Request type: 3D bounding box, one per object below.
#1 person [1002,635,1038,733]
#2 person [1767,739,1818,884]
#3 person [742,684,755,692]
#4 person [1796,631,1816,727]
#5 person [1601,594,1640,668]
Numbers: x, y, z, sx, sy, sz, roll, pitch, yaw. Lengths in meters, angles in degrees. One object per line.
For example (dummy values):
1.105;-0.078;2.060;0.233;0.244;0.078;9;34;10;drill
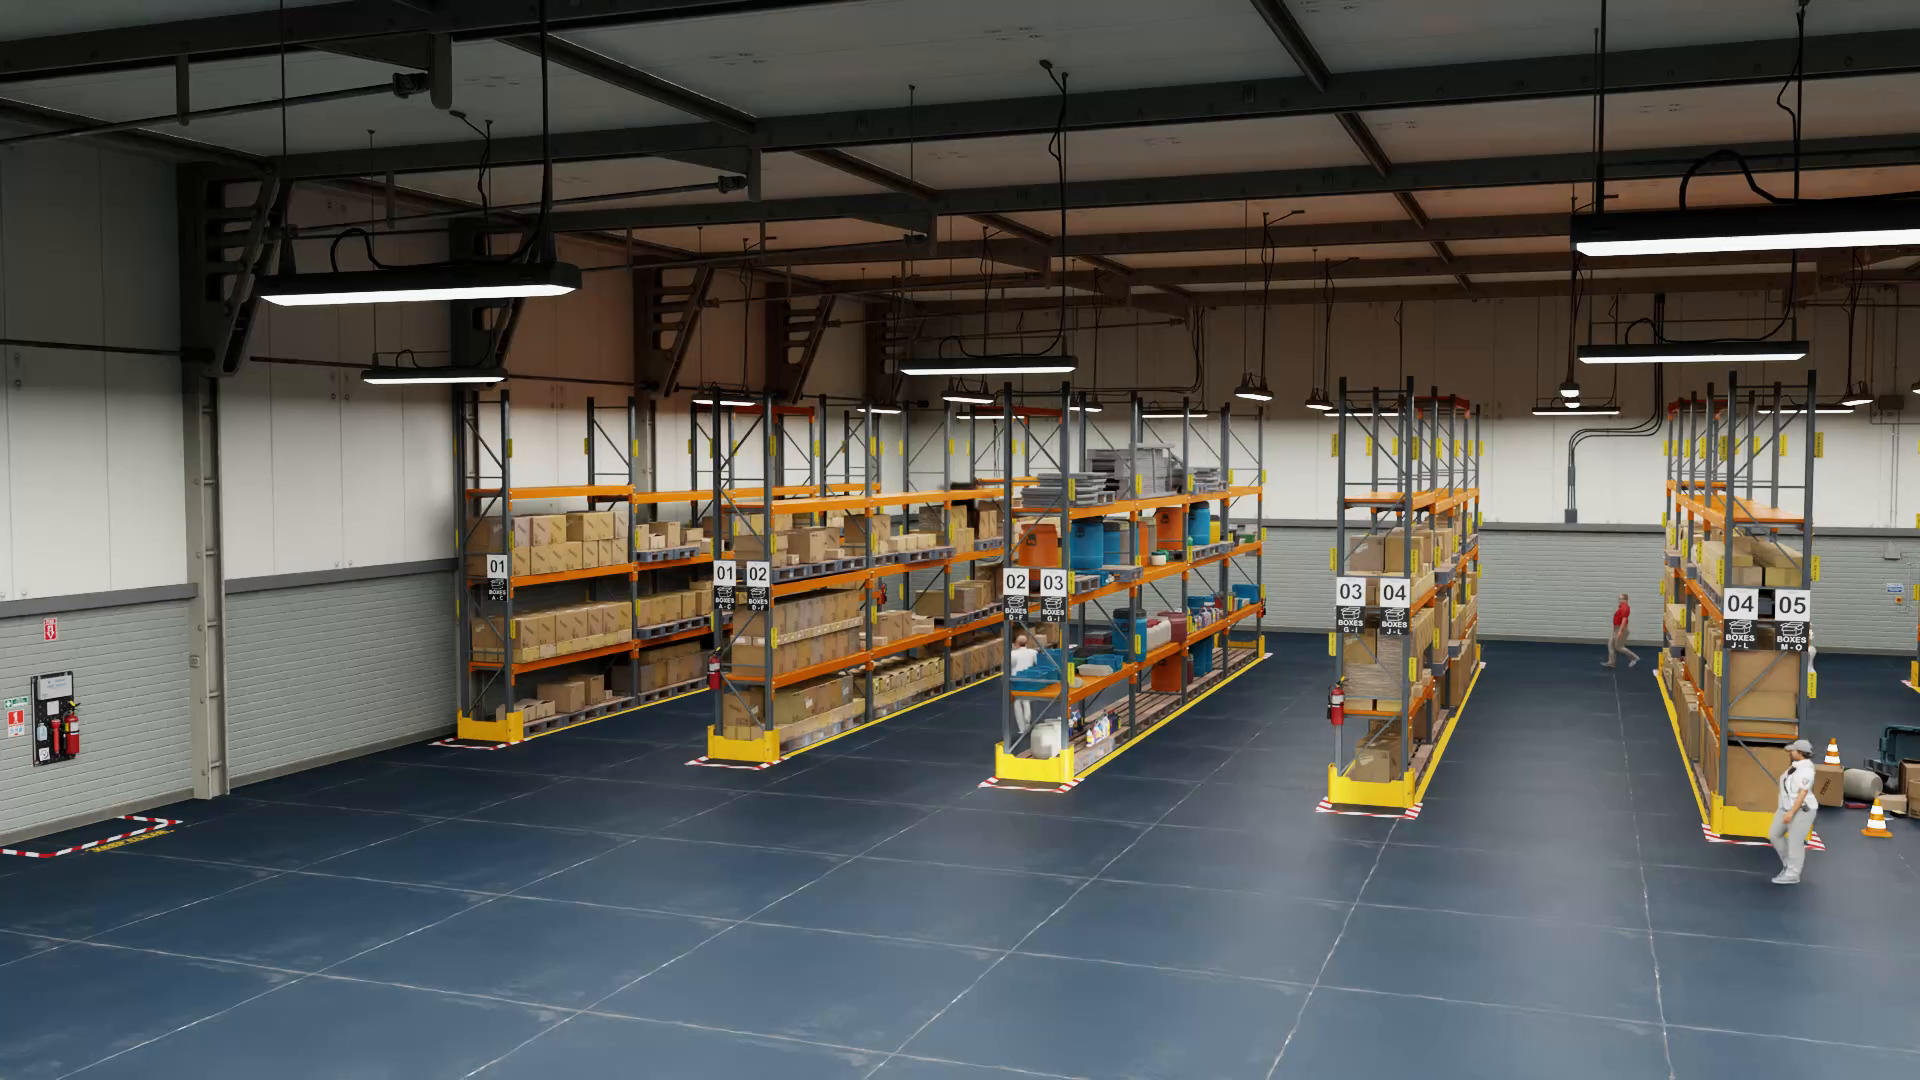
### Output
1.103;2.528;29.319;0.737;1.721;0.570;-1;3;-13;person
9.593;3.136;19.162;0.479;1.692;0.522;0;3;-2;person
-3.999;2.409;32.052;0.374;1.667;0.461;2;4;29;person
15.115;2.476;29.951;0.551;1.769;0.577;-1;3;-24;person
15.001;2.072;37.746;0.801;1.701;0.693;0;3;8;person
